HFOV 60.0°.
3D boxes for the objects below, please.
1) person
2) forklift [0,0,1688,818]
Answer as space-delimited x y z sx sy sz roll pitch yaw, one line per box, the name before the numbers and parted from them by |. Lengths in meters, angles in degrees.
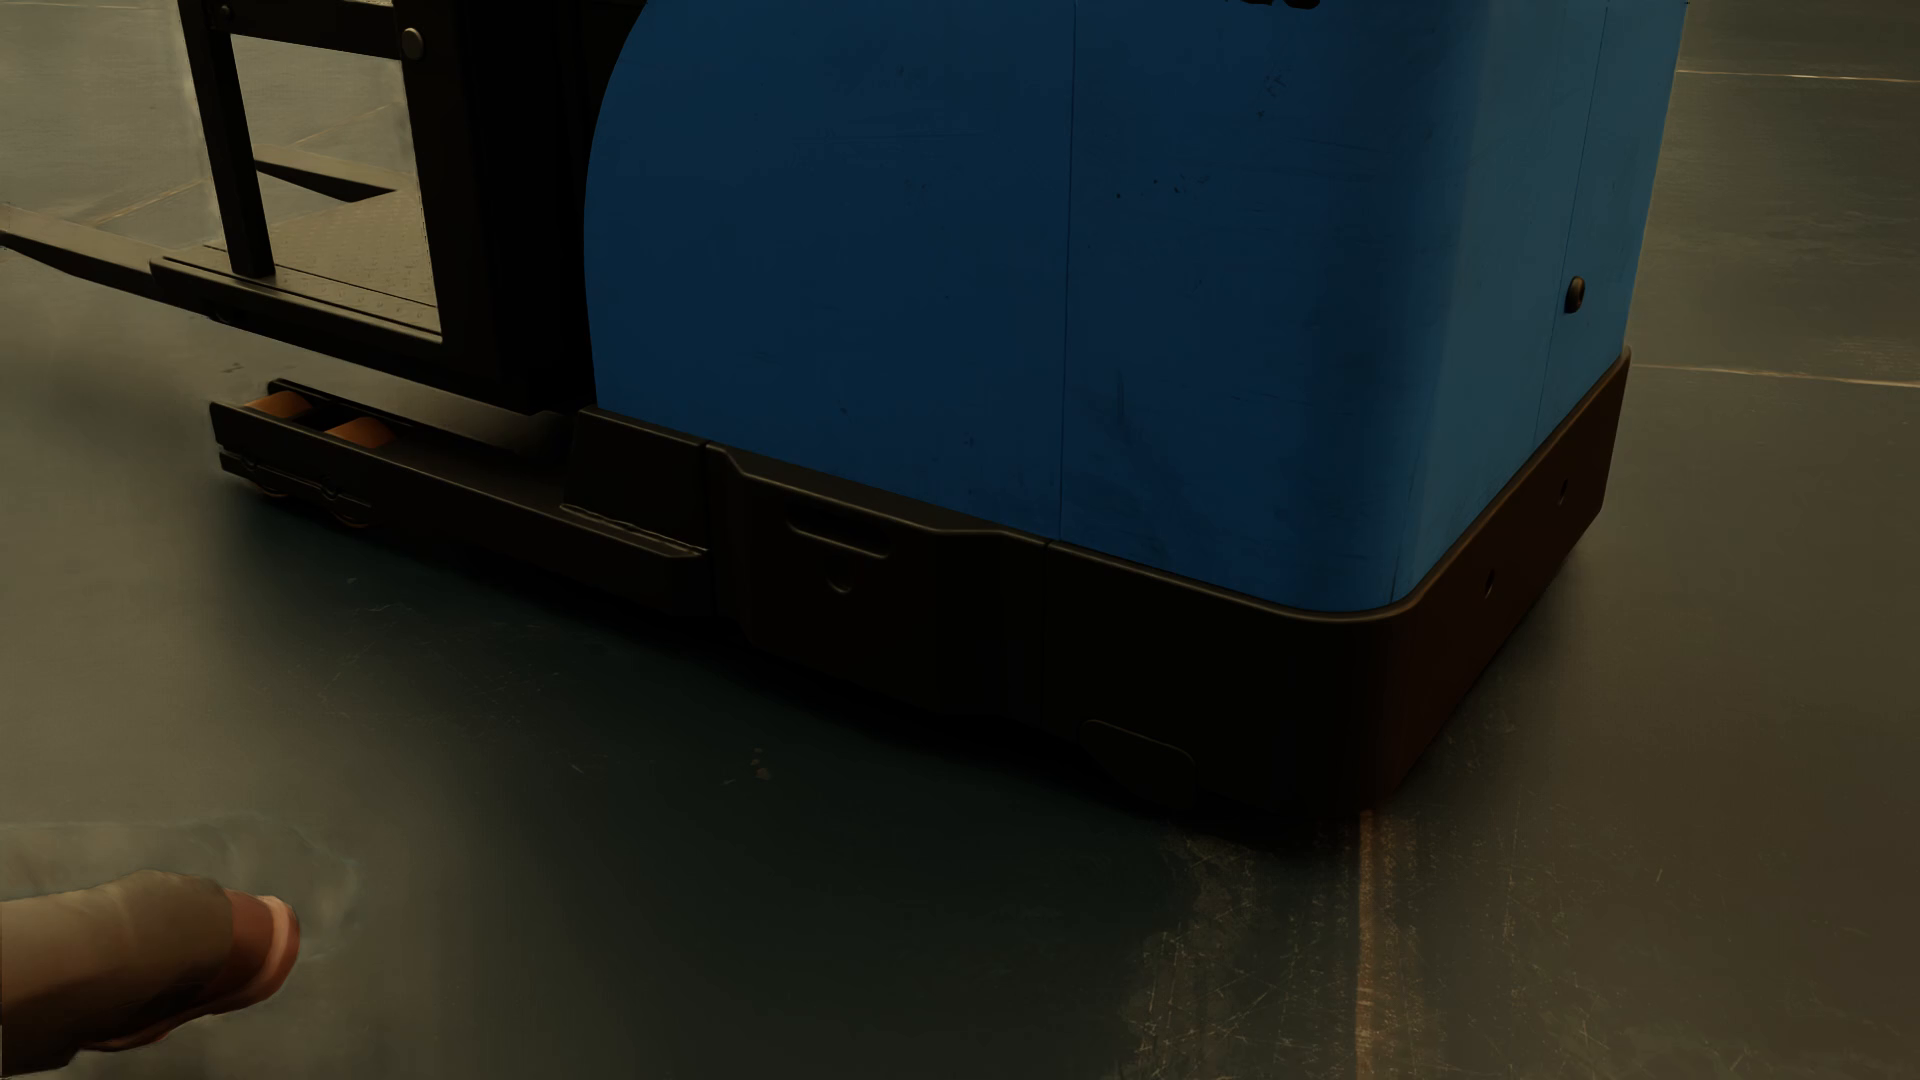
person | -1.088 -0.013 1.001 1.088 1.446 0.827 -5 27 -10
forklift | -0.562 -1.505 2.230 3.031 2.935 1.130 17 31 30
